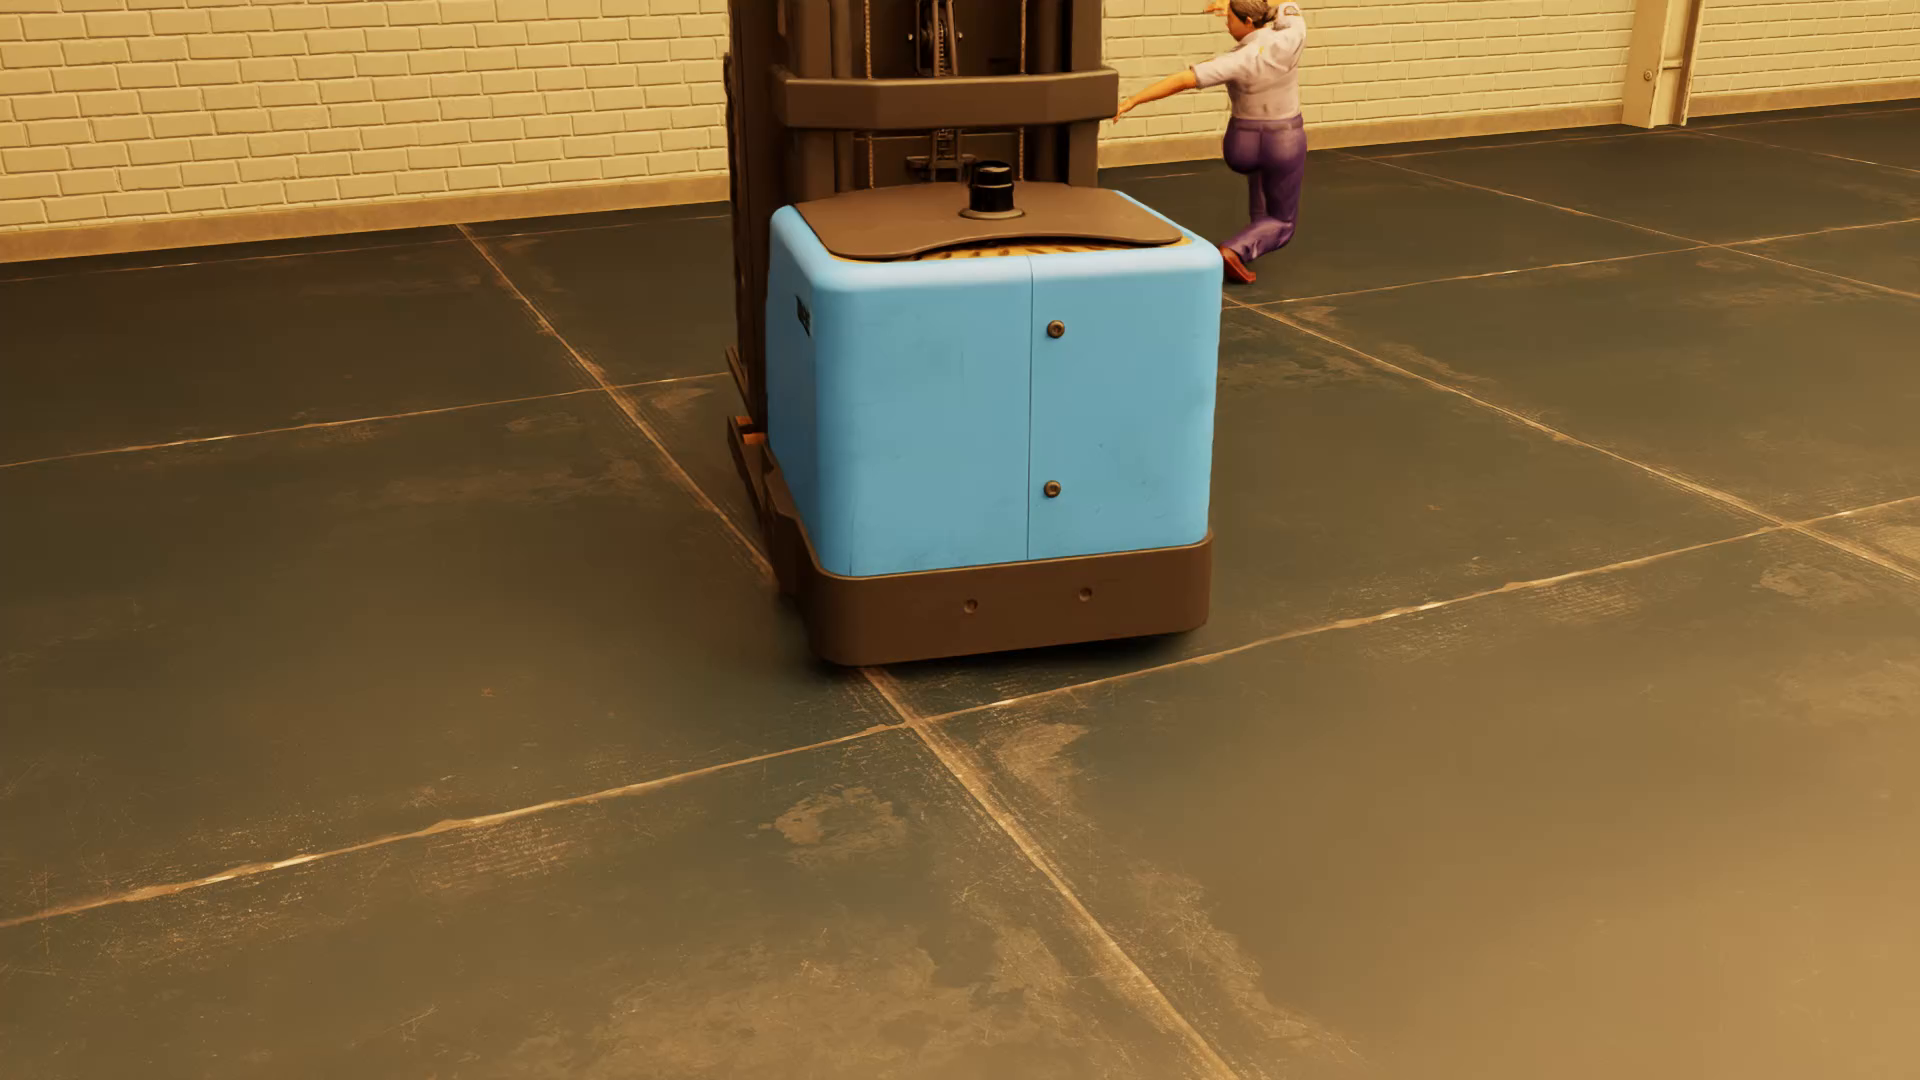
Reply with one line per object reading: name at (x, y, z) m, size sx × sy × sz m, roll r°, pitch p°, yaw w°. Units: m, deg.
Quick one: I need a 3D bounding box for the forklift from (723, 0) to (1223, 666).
forklift at (-0.185, -1.574, 5.074) m, size 1.130 × 2.935 × 3.031 m, roll -5°, pitch 23°, yaw -13°

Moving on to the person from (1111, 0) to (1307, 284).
person at (1.264, -2.028, 8.241) m, size 0.909 × 1.378 × 0.933 m, roll 7°, pitch 23°, yaw 16°
